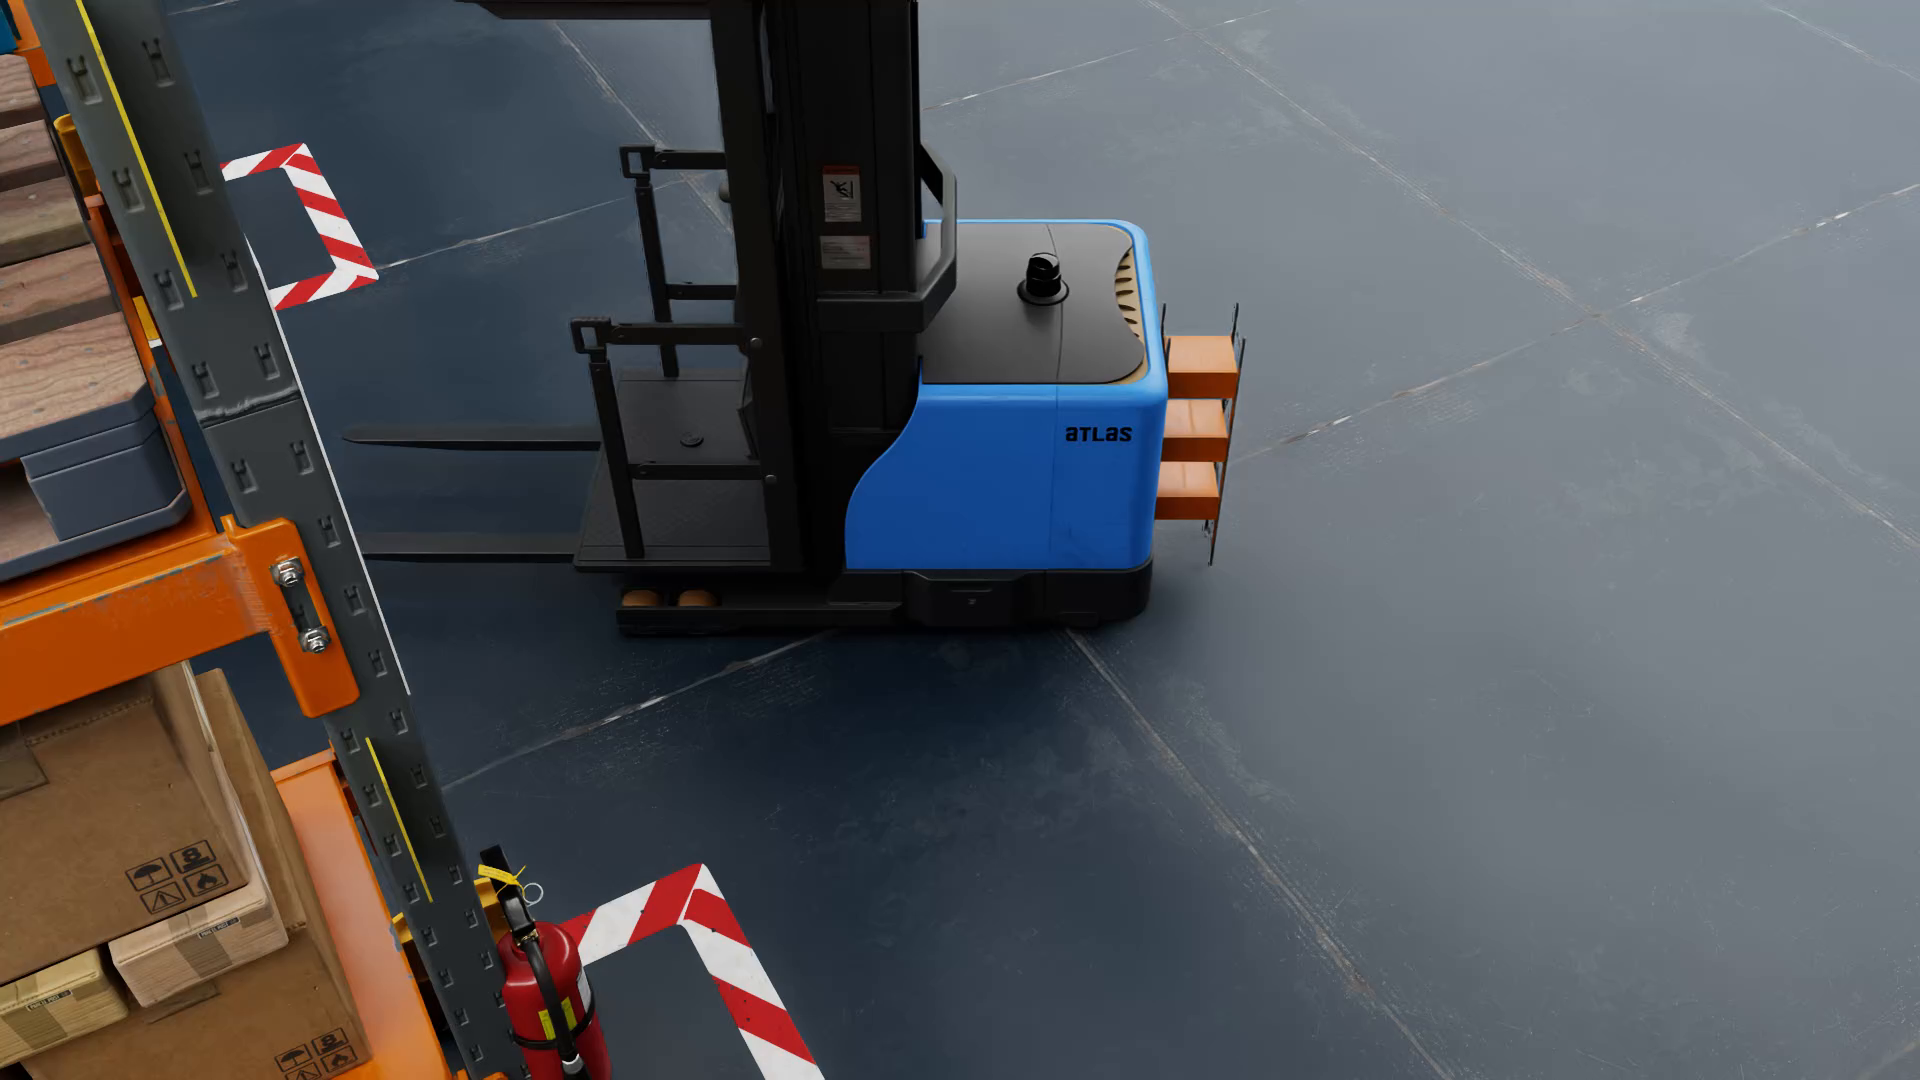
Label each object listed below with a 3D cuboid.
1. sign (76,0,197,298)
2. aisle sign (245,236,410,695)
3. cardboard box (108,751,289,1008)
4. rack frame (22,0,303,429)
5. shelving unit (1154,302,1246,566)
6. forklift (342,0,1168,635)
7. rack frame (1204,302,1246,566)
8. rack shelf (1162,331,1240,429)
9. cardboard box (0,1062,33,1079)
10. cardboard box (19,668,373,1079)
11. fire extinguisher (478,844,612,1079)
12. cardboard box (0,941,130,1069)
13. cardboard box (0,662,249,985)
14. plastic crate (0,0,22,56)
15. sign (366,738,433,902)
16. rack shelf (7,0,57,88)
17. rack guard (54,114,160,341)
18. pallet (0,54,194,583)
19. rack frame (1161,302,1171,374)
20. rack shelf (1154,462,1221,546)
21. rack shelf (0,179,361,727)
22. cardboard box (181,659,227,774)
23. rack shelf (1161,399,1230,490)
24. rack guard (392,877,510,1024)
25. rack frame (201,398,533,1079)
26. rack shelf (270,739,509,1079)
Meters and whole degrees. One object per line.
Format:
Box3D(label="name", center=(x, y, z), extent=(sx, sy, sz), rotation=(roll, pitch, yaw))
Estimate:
Box3D(label="sign", center=(-0.888, -0.419, 1.795), extent=(0.005, 0.325, 0.100), rotation=(-22, 48, -21))
Box3D(label="aisle sign", center=(-0.943, -0.164, 2.399), extent=(0.004, 0.787, 0.394), rotation=(-22, 48, -21))
Box3D(label="cardboard box", center=(-1.382, 0.593, 2.947), extent=(0.250, 0.149, 0.380), rotation=(-23, 49, -22))
Box3D(label="rack frame", center=(-1.146, -1.539, 1.374), extent=(0.127, 3.000, 1.000), rotation=(-22, 48, -21))
Box3D(label="shelving unit", center=(0.806, -0.349, 5.856), extent=(0.252, 1.050, 0.215), rotation=(0, 44, 0))
Box3D(label="forklift", center=(-0.841, -1.086, 5.264), extent=(3.031, 2.935, 1.130), rotation=(0, 44, 0))
Box3D(label="rack frame", center=(0.928, -0.349, 5.856), extent=(0.008, 1.050, 0.200), rotation=(0, 44, 0))
Box3D(label="rack shelf", center=(0.806, -0.545, 5.666), extent=(0.240, 0.259, 0.215), rotation=(0, 44, 0))
Box3D(label="cardboard box", center=(-2.010, 0.918, 3.079), extent=(0.500, 0.500, 0.700), rotation=(-21, 48, -20))
Box3D(label="cardboard box", center=(-1.557, 0.733, 3.270), extent=(0.500, 0.500, 0.700), rotation=(-22, 48, -21))
Box3D(label="fire extinguisher", center=(-0.812, 0.881, 3.244), extent=(0.183, 0.674, 0.296), rotation=(-22, 48, -21))
Box3D(label="cardboard box", center=(-1.609, 0.685, 2.853), extent=(0.250, 0.149, 0.380), rotation=(-21, 48, -20))
Box3D(label="cardboard box", center=(-1.603, 0.285, 2.799), extent=(0.500, 0.500, 0.700), rotation=(-22, 48, -21))
Box3D(label="plastic crate", center=(-3.895, -1.971, 6.233), extent=(0.616, 0.251, 0.499), rotation=(-22, 48, -21))
Box3D(label="sign", center=(-0.888, 0.446, 2.635), extent=(0.005, 0.325, 0.100), rotation=(-22, 48, -21))
Box3D(label="rack shelf", center=(-5.344, -1.426, 6.082), extent=(4.000, 0.370, 1.077), rotation=(-22, 48, -21))
Box3D(label="rack guard", center=(-3.653, -1.426, 7.361), extent=(0.348, 0.500, 1.175), rotation=(-22, 48, -21))
Box3D(label="pallet", center=(-1.772, -0.201, 2.213), extent=(1.213, 0.211, 1.003), rotation=(-22, 48, -21))
Box3D(label="rack frame", center=(0.684, -0.349, 5.856), extent=(0.008, 1.050, 0.200), rotation=(0, 44, 0))
Box3D(label="rack shelf", center=(0.806, -0.142, 6.057), extent=(0.240, 0.259, 0.215), rotation=(0, 44, 0))
Box3D(label="rack shelf", center=(-2.880, 0.490, 1.954), extent=(4.000, 0.370, 1.077), rotation=(-22, 48, -21))
Box3D(label="cardboard box", center=(-1.593, 0.352, 3.196), extent=(0.250, 0.149, 0.380), rotation=(-22, 48, -21))
Box3D(label="rack shelf", center=(0.806, -0.342, 5.864), extent=(0.240, 0.259, 0.215), rotation=(0, 44, 0))
Box3D(label="rack guard", center=(-1.125, 1.503, 4.342), extent=(0.348, 0.500, 1.175), rotation=(-22, 48, -21))
Box3D(label="rack frame", center=(-1.146, 0.614, 3.463), extent=(0.127, 3.000, 1.000), rotation=(-22, 48, -21))
Box3D(label="rack shelf", center=(-2.880, 1.566, 2.999), extent=(4.000, 0.370, 1.077), rotation=(-22, 48, -21))
